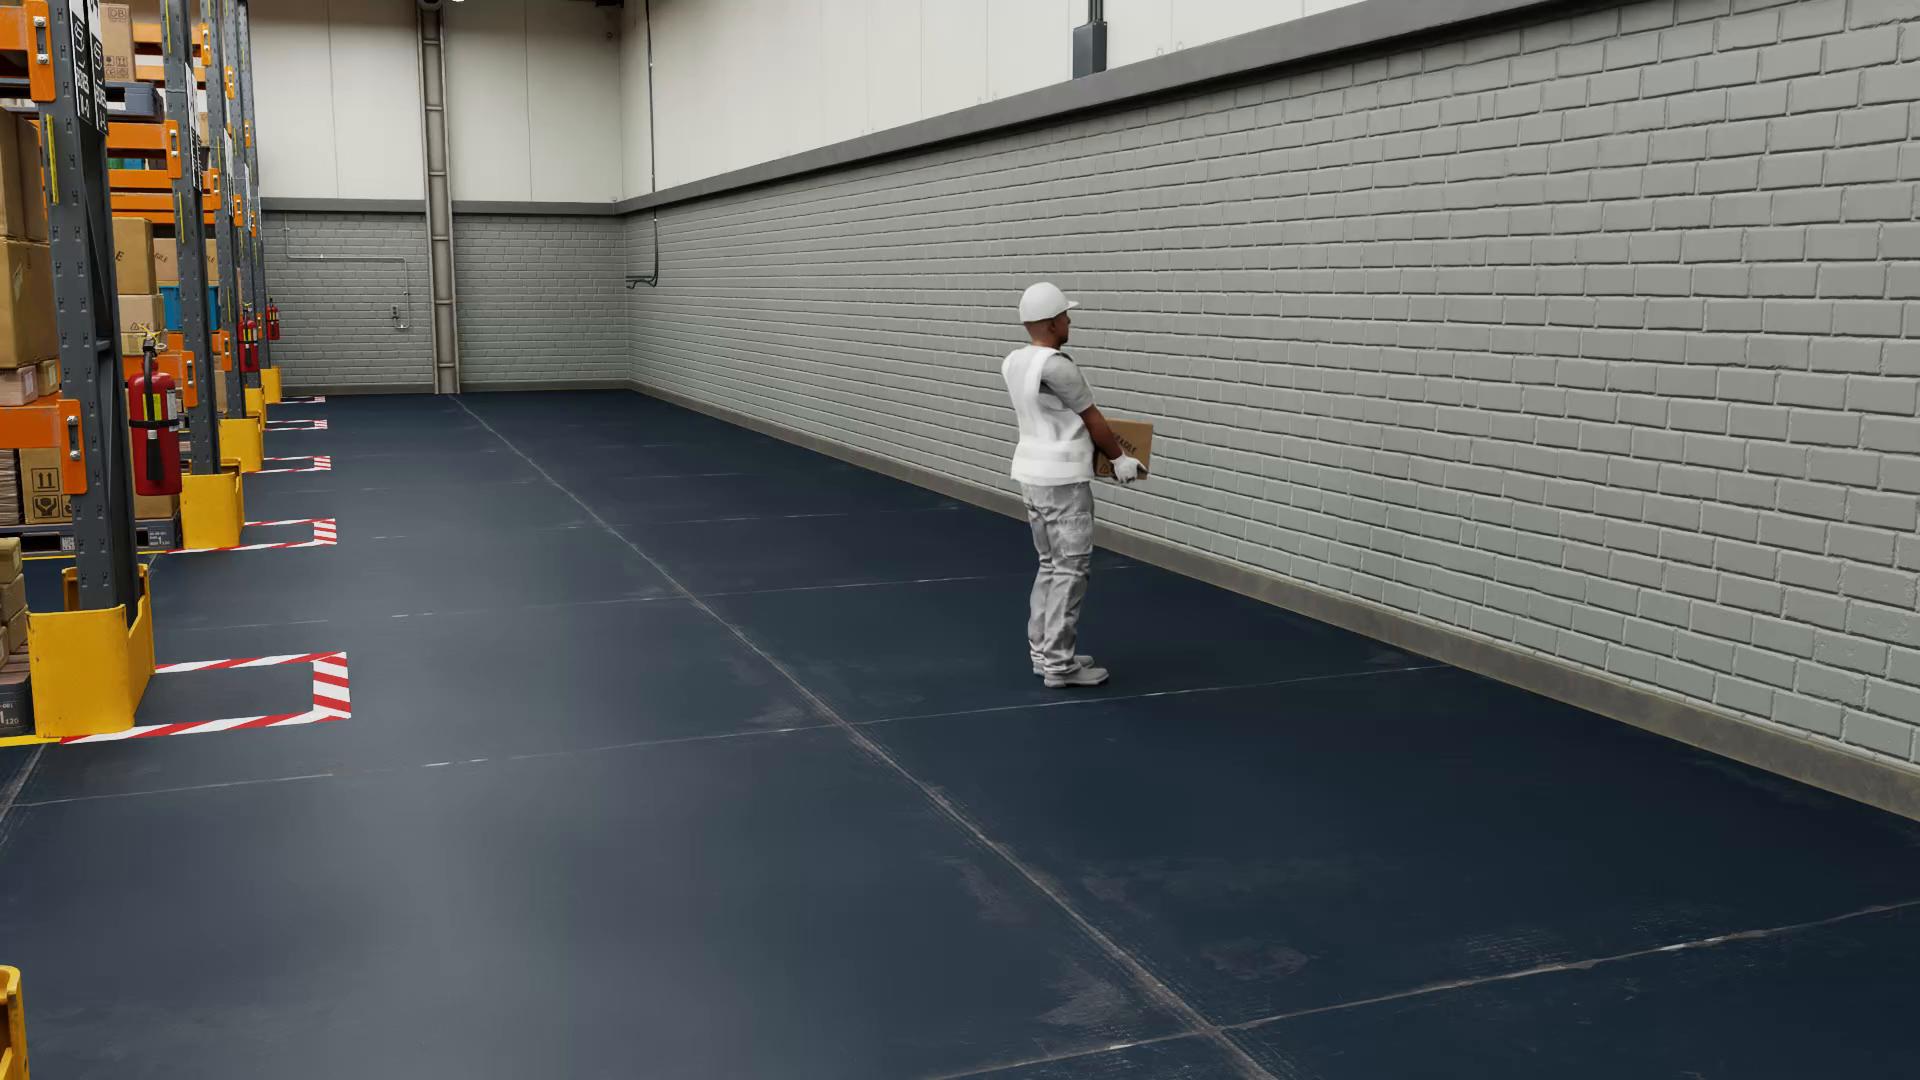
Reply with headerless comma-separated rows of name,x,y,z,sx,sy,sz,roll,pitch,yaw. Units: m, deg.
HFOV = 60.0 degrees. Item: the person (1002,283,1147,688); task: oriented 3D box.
person,0.513,-0.256,7.462,0.573,1.778,0.488,-3,9,-20
